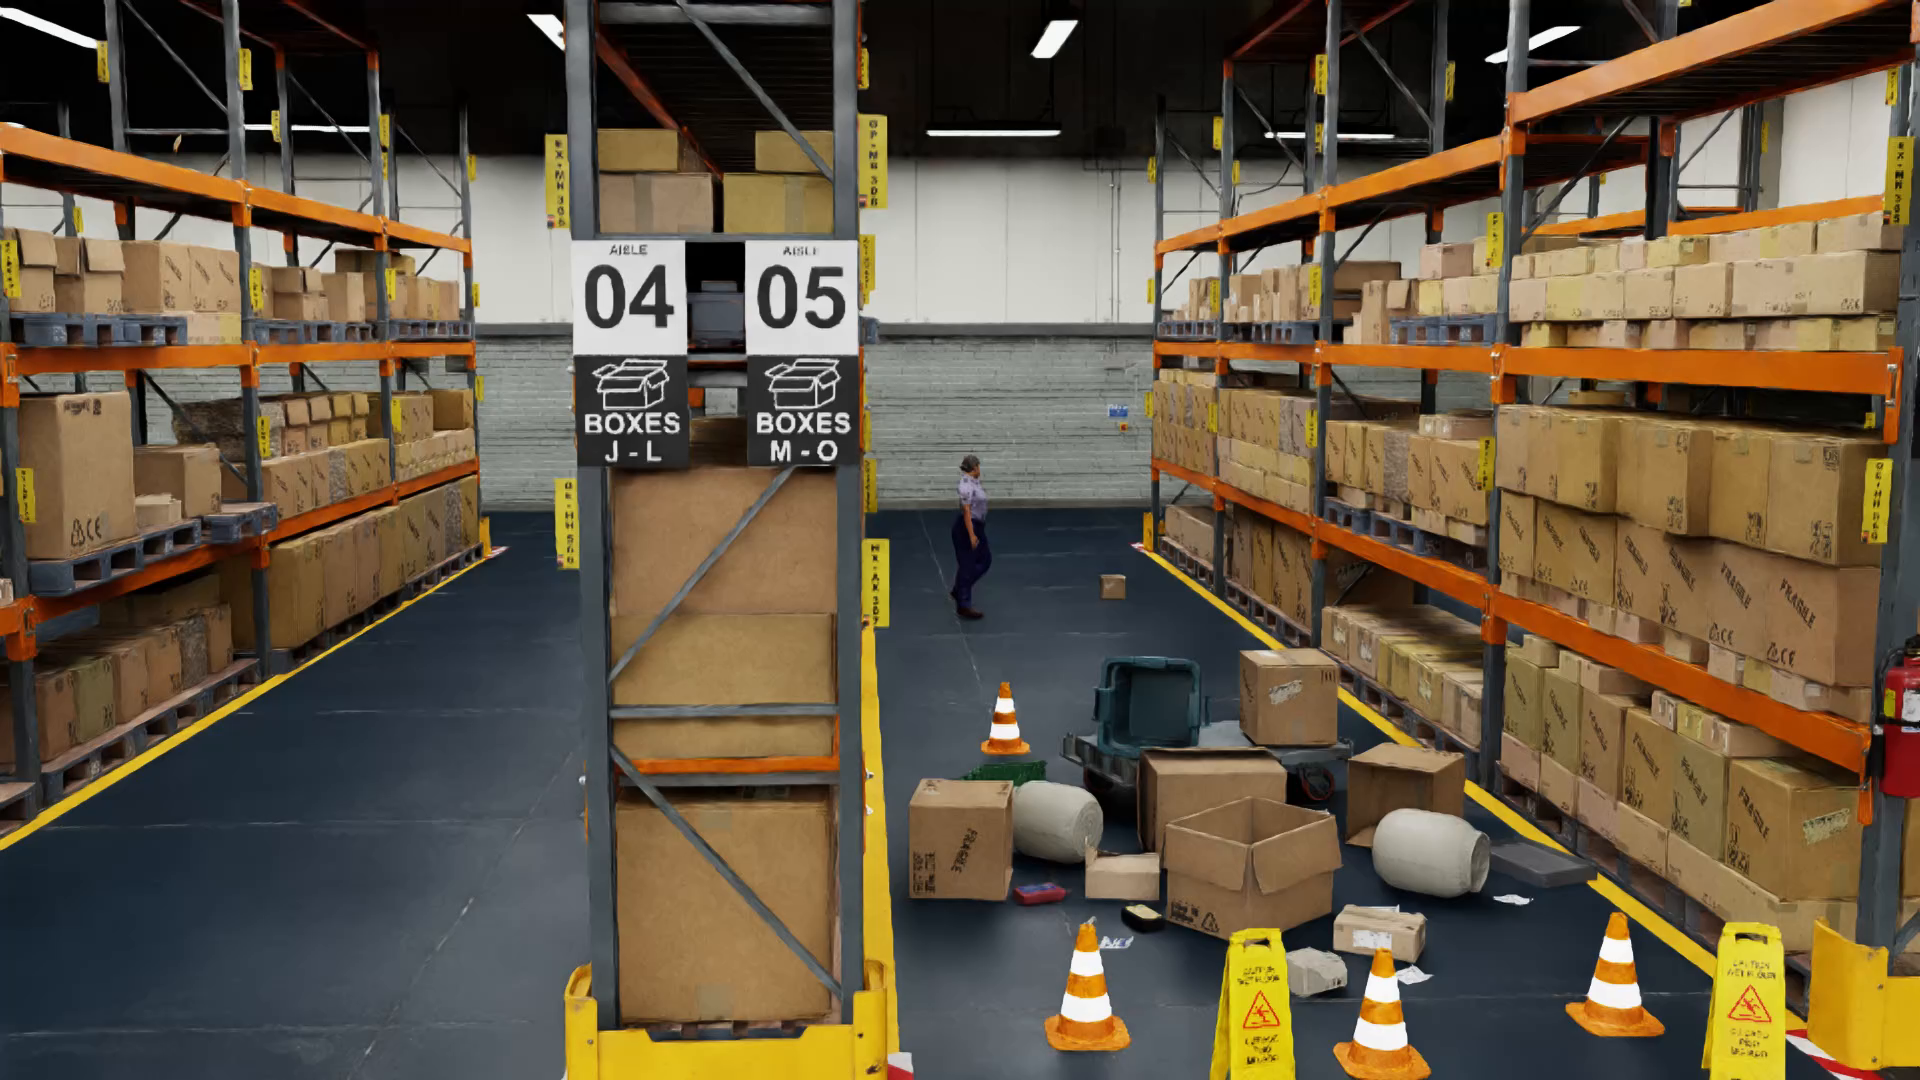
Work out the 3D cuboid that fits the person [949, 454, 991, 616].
[{"bbox_3d":[0.071,-0.065,17.243,0.433,1.649,0.529,1,7,12],"label":"person"}]
